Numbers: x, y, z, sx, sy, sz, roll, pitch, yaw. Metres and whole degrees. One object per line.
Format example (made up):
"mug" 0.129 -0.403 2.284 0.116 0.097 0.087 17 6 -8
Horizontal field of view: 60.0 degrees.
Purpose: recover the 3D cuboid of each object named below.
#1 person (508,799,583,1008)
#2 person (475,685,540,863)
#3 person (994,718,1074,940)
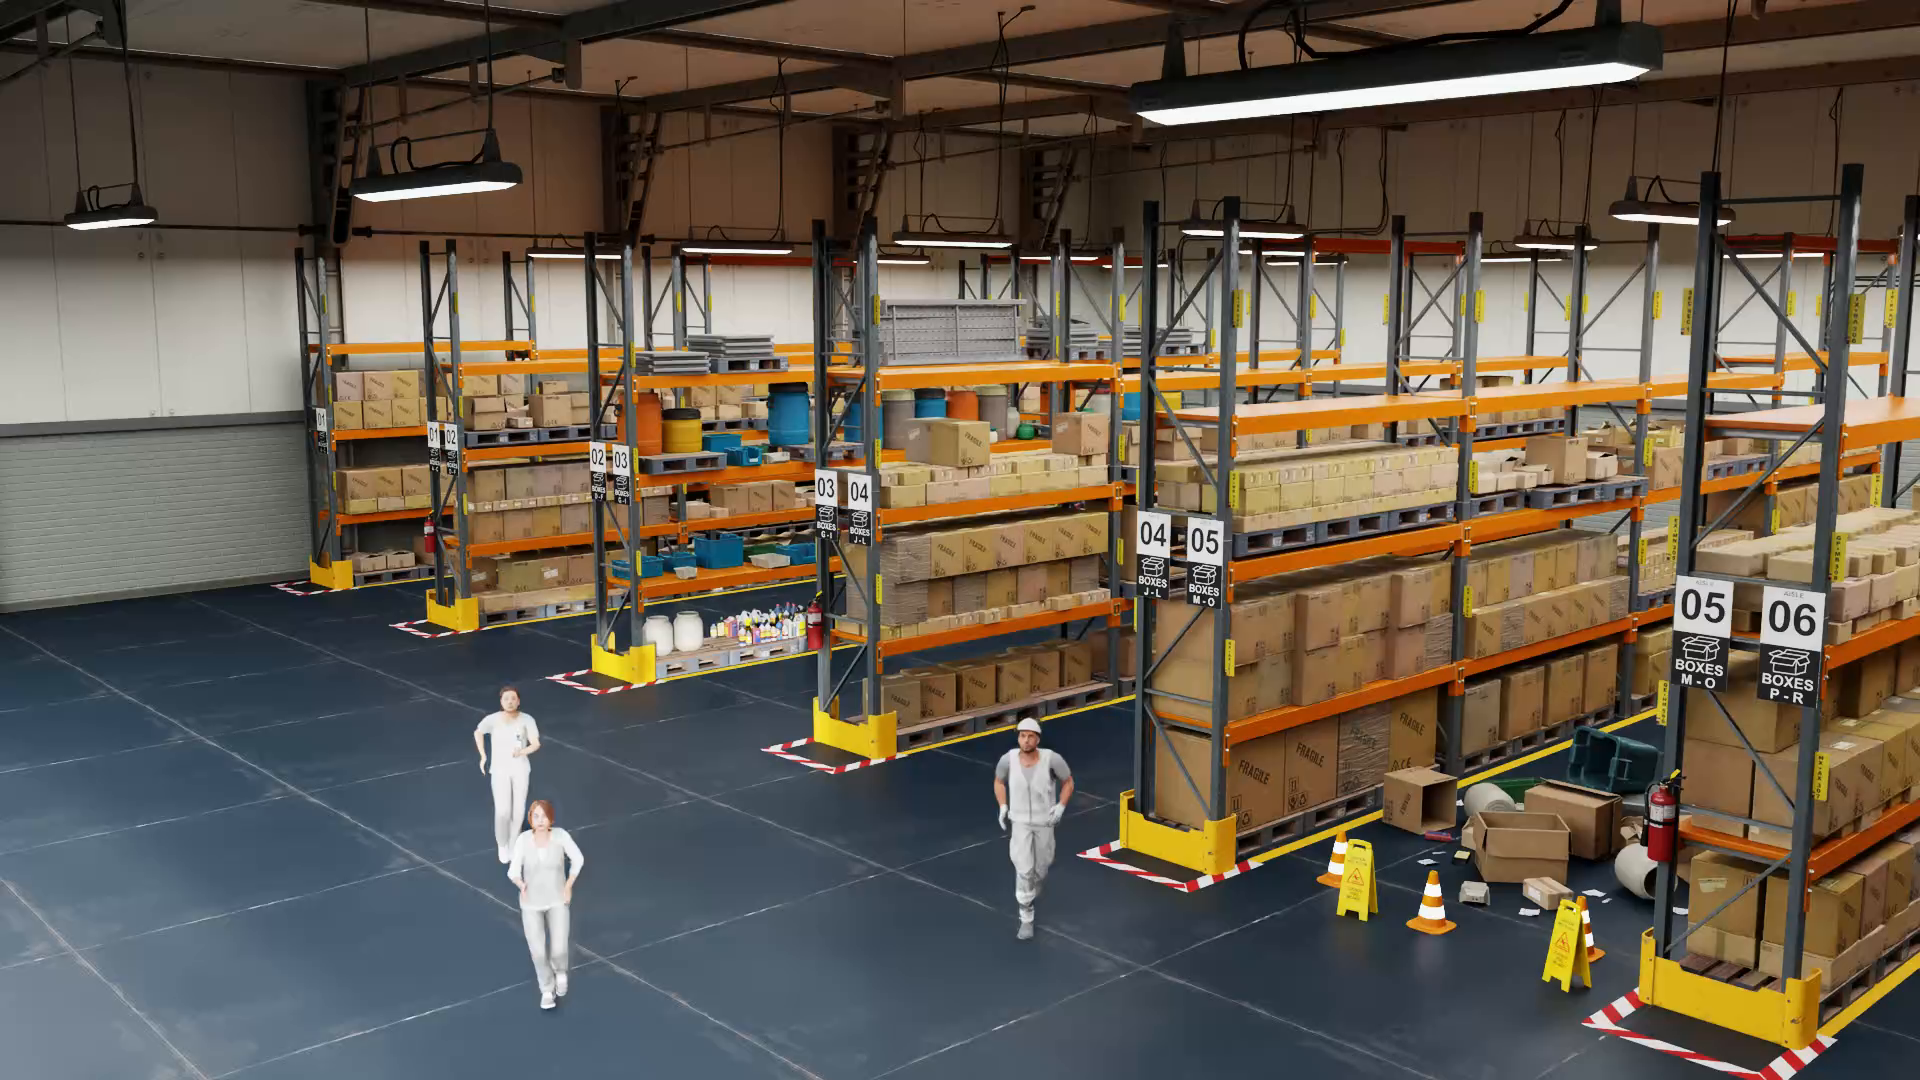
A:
"person" -2.991 2.657 12.007 0.526 1.536 0.536 -1 8 -10
"person" -4.096 2.131 15.123 0.552 1.639 0.613 -3 9 -20
"person" 0.605 2.308 13.693 0.660 1.788 0.761 1 8 7
